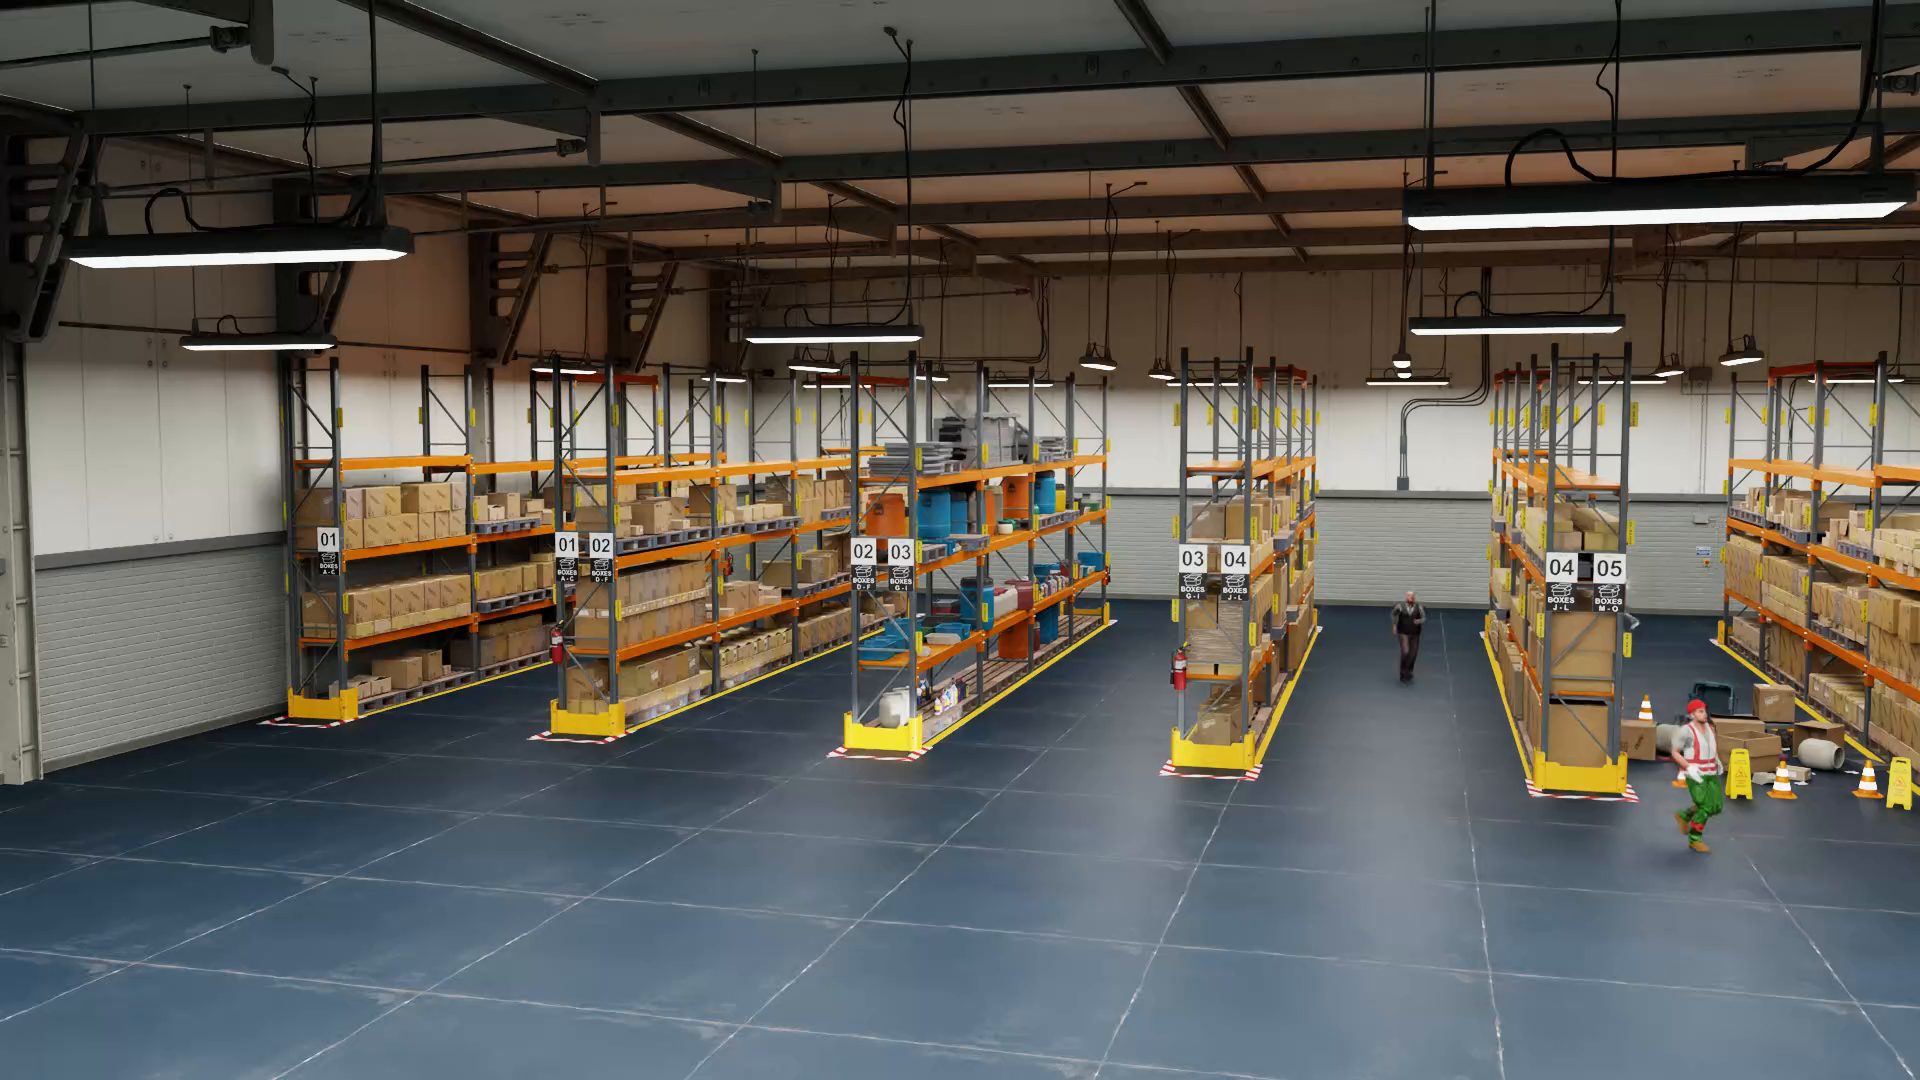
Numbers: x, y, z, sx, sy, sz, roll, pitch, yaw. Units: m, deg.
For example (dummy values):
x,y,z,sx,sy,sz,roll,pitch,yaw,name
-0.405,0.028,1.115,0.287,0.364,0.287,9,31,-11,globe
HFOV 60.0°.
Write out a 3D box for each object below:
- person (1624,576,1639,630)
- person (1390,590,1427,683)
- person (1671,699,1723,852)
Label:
x,y,z,sx,sy,sz,roll,pitch,yaw,name
15.324,1.384,38.507,0.802,1.604,0.528,2,5,27,person
8.511,1.836,31.523,0.625,1.760,0.730,0,4,2,person
8.553,2.717,19.329,0.653,1.749,0.564,-2,5,-25,person
